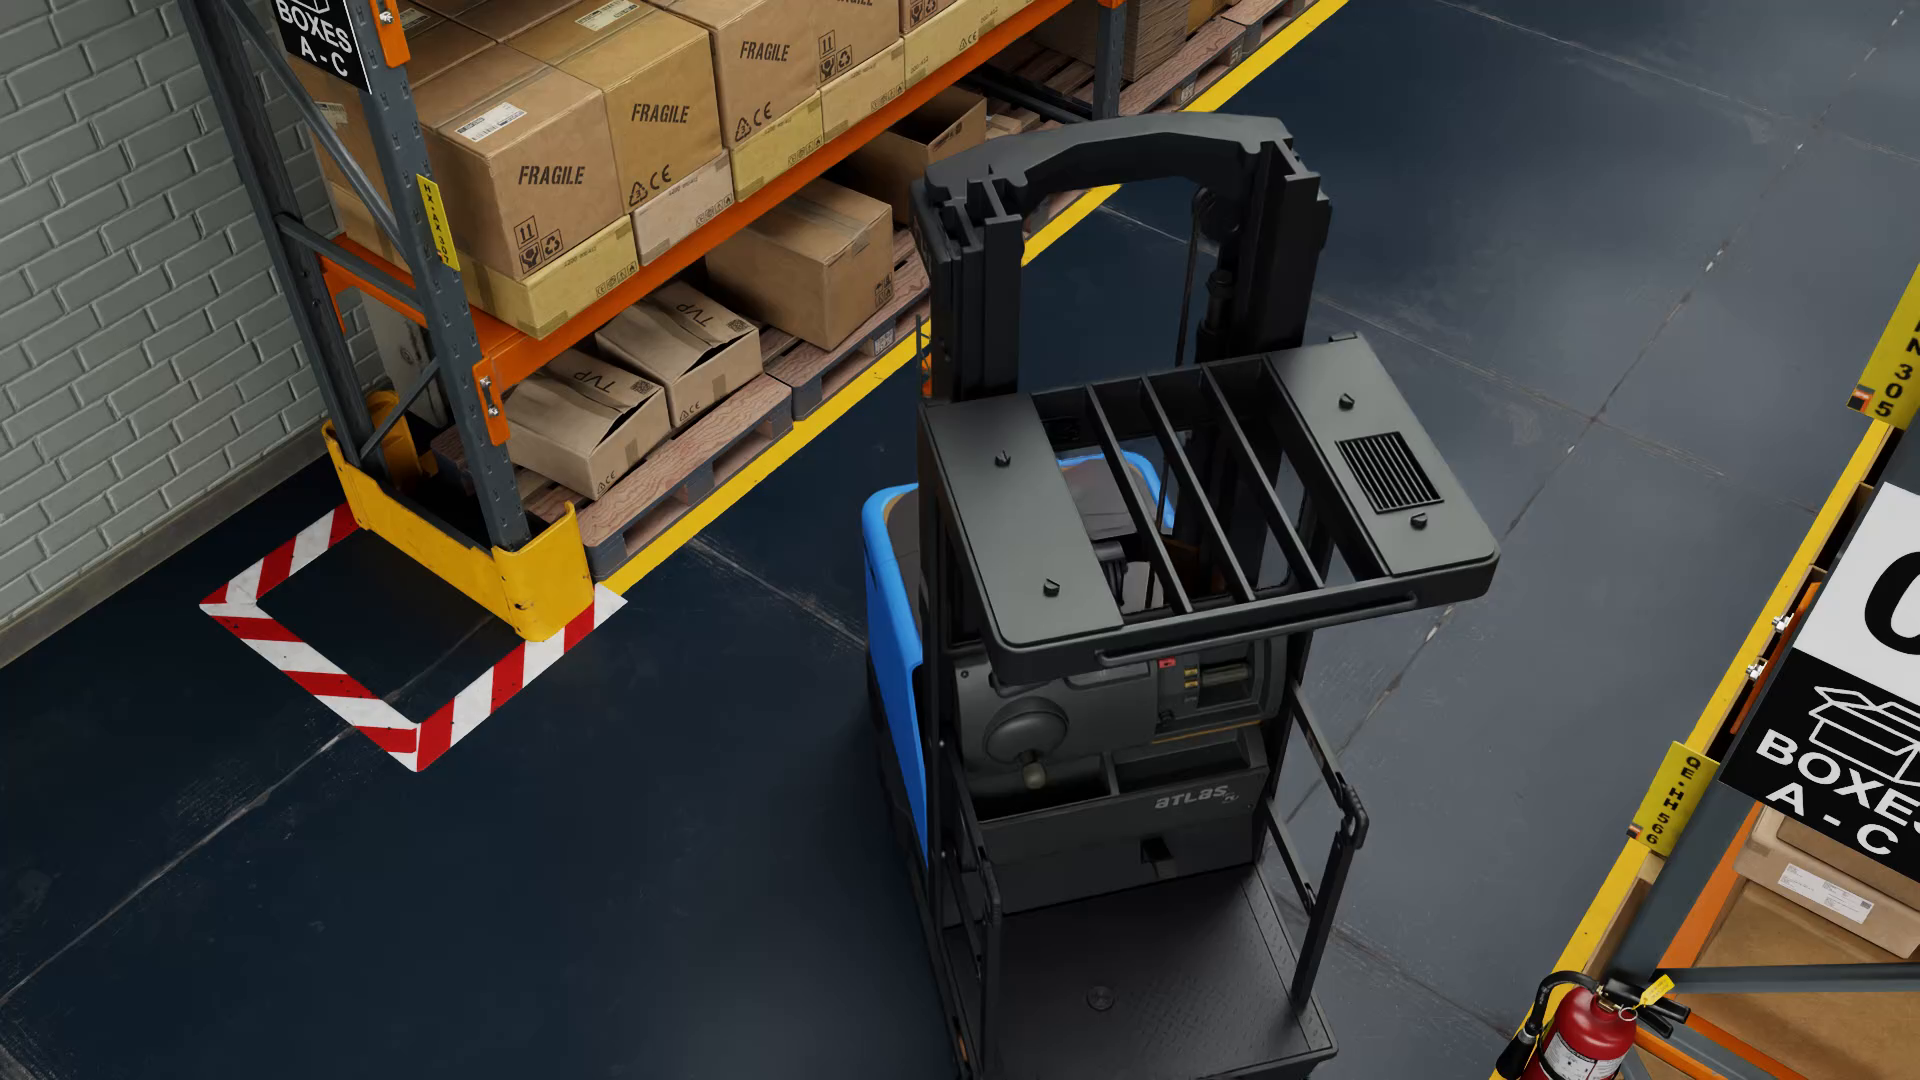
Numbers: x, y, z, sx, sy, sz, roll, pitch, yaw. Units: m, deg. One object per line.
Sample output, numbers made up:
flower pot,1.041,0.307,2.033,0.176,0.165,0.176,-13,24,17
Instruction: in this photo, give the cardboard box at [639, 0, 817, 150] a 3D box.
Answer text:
cardboard box,-0.897,-1.854,6.183,0.500,0.500,0.500,28,52,24

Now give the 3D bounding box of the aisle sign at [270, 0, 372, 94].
aisle sign,-1.864,-1.653,4.621,0.394,0.787,0.004,29,53,25

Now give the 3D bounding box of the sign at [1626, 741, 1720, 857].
sign,1.444,0.530,3.370,0.100,0.325,0.005,29,53,25

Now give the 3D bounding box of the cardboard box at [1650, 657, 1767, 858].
cardboard box,2.557,0.788,5.180,0.500,0.500,0.500,29,53,25

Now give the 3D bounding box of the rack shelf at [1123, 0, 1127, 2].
rack shelf,1.611,-4.113,9.267,1.077,0.370,4.000,29,53,25

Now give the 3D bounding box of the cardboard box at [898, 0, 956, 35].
cardboard box,-0.273,-2.453,6.754,0.500,0.500,0.500,28,52,24

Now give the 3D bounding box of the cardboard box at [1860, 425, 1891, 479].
cardboard box,3.779,-0.357,6.274,0.500,0.500,0.500,29,53,25

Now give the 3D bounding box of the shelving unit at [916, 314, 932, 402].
shelving unit,-0.009,-0.406,6.473,0.258,1.200,0.189,29,53,25

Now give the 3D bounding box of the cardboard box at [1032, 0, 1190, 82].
cardboard box,0.825,-2.934,9.068,0.700,0.500,0.500,31,54,26

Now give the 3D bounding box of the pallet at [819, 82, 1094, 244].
pallet,0.006,-1.854,8.540,1.003,0.211,1.213,29,53,25

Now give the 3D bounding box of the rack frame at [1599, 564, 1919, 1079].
rack frame,1.865,1.260,3.637,1.000,3.000,0.127,29,53,25

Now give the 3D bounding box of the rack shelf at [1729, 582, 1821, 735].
rack shelf,3.088,-0.673,3.906,1.077,0.370,4.000,29,53,25

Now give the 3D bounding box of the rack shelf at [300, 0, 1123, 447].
rack shelf,-0.834,-1.824,7.080,1.077,0.370,4.000,29,53,25

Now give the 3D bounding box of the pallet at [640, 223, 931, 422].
pallet,-0.740,-1.153,7.870,1.003,0.211,1.213,29,53,25

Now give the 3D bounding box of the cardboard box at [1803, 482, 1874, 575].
cardboard box,3.168,0.216,5.727,0.500,0.500,0.500,29,53,25

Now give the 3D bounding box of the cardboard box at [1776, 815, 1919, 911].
cardboard box,2.193,0.485,3.411,0.700,0.500,0.500,29,53,25

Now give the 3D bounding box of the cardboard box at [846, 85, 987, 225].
cardboard box,-0.215,-1.894,8.074,0.500,0.500,0.500,25,51,22

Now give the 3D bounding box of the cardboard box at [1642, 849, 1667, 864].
cardboard box,2.560,1.048,5.450,0.500,0.250,0.500,29,53,25

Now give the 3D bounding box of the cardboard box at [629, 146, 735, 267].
cardboard box,-1.201,-1.326,6.197,0.500,0.250,0.500,28,52,24

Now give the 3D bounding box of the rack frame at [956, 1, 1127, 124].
rack frame,0.388,-3.217,7.914,1.000,3.000,0.127,29,53,25

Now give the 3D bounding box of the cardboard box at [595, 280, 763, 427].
cardboard box,-1.214,-0.834,7.192,0.500,0.311,0.500,34,55,28

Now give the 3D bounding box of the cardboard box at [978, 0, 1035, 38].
cardboard box,0.027,-2.486,7.305,0.500,0.250,0.500,29,53,25

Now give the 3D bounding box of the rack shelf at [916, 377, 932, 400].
rack shelf,-0.009,-0.541,6.332,0.258,0.103,0.180,29,53,25

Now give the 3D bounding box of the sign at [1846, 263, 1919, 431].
sign,1.444,-0.303,2.498,0.100,0.325,0.005,29,53,25

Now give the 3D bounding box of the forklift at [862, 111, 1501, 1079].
forklift,0.499,0.519,4.392,1.130,2.935,3.031,-10,47,-9

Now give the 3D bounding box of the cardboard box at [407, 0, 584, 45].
cardboard box,-1.622,-1.790,6.121,0.500,0.500,0.500,30,53,25

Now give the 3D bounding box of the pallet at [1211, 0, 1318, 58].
pallet,1.609,-3.401,10.018,1.003,0.211,1.213,29,53,25

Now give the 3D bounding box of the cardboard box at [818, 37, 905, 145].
cardboard box,-0.574,-1.903,6.748,0.500,0.250,0.500,30,53,25

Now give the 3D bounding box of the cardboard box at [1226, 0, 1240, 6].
cardboard box,1.445,-3.526,9.633,0.700,0.500,0.500,30,53,25

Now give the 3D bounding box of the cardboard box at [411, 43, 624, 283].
cardboard box,-1.527,-1.283,5.637,0.500,0.500,0.500,29,53,25

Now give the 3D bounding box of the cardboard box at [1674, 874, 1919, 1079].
cardboard box,2.161,0.964,3.851,0.700,0.500,0.500,29,53,25

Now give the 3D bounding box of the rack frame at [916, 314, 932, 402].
rack frame,-0.065,-0.354,6.423,0.240,1.200,0.006,29,53,25
